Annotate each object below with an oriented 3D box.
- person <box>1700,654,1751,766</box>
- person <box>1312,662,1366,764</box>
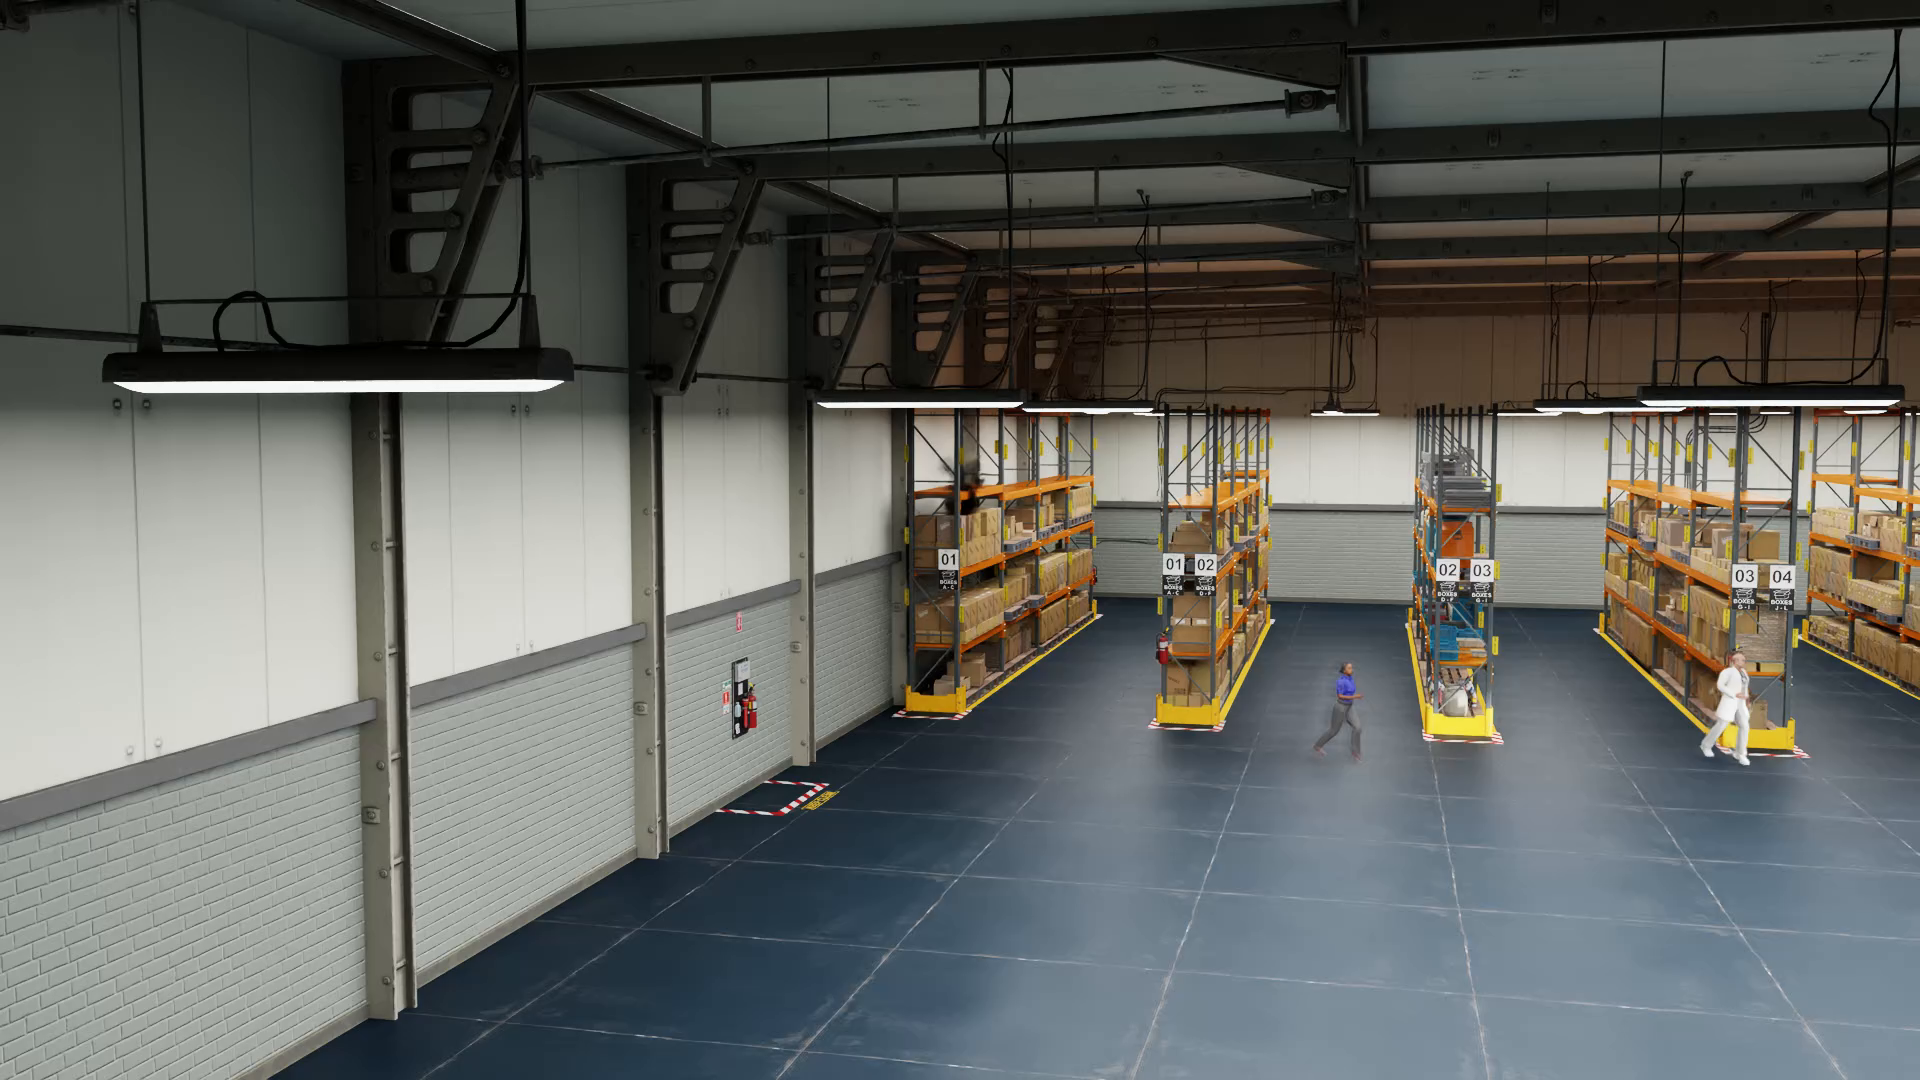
[{"bbox_3d":[12.975,2.798,27.835,0.768,1.797,0.930,-2,4,-22],"label":"person"},{"bbox_3d":[6.390,2.872,27.874,0.895,1.699,0.585,4,6,43],"label":"person"}]
